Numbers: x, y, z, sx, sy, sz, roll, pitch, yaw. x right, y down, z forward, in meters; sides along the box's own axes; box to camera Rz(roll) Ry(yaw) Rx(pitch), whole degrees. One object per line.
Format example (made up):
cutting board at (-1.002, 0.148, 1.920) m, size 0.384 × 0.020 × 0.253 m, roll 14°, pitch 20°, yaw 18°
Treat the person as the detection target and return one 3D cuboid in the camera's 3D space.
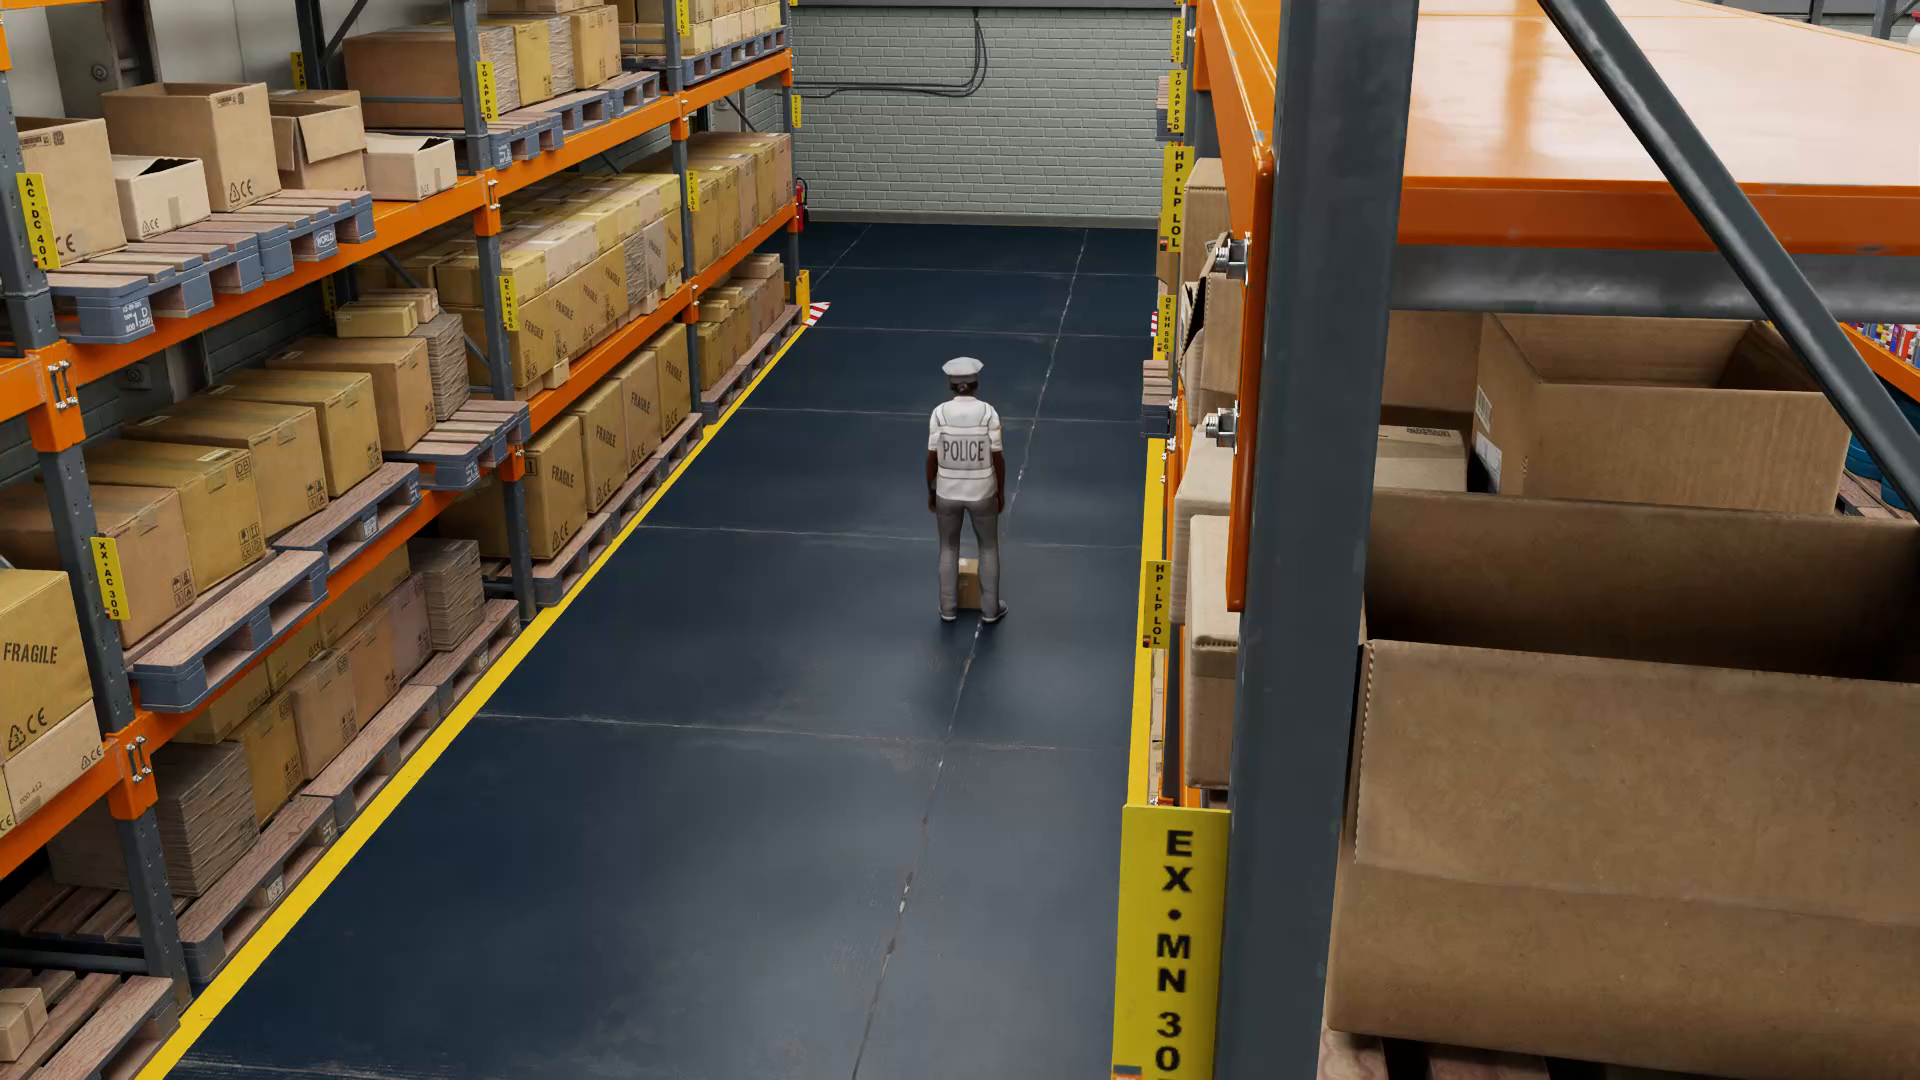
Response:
person at (0.043, -0.289, 10.327) m, size 0.521 × 1.659 × 0.398 m, roll 2°, pitch 21°, yaw 5°
